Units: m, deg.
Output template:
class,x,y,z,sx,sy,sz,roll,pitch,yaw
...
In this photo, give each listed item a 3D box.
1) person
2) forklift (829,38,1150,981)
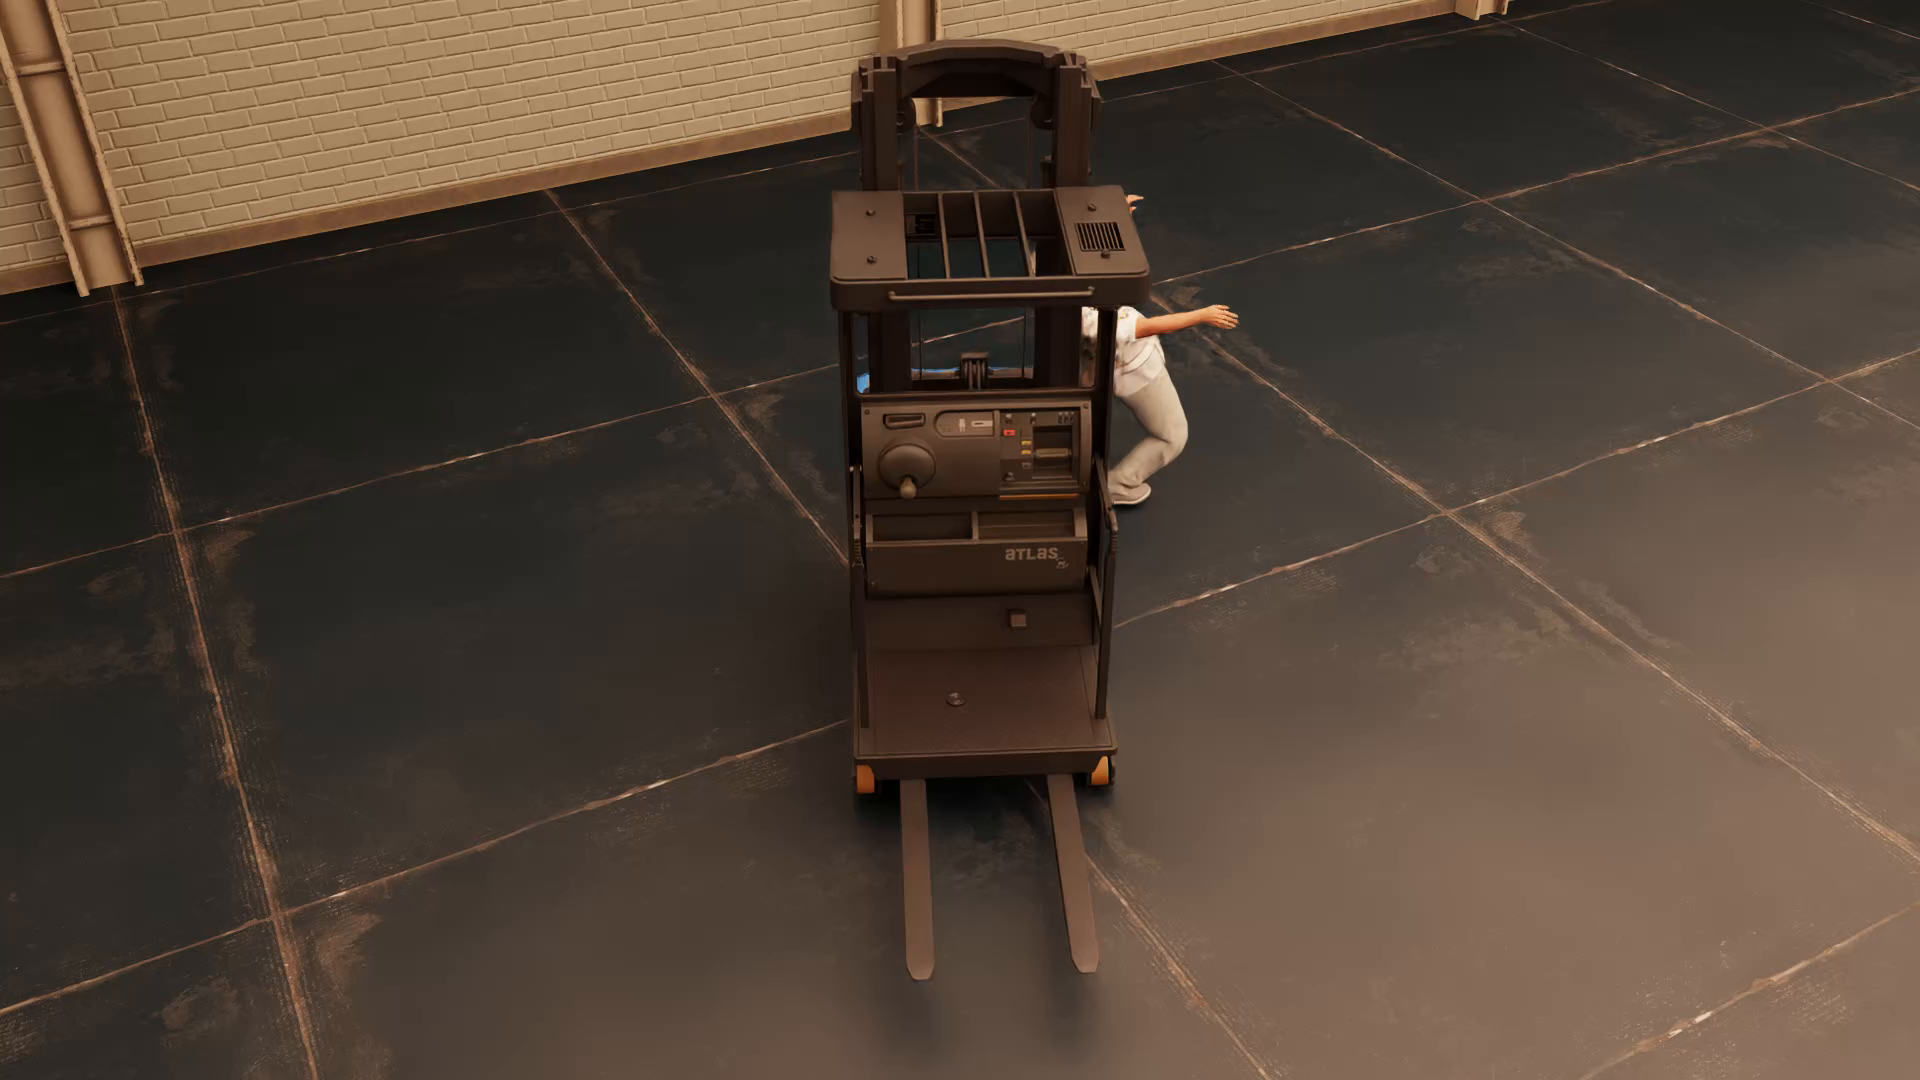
class,x,y,z,sx,sy,sz,roll,pitch,yaw
person,0.815,-0.833,8.426,0.711,1.593,1.075,-26,43,-32
forklift,0.082,-0.304,6.553,1.130,2.935,3.031,-2,35,-2
